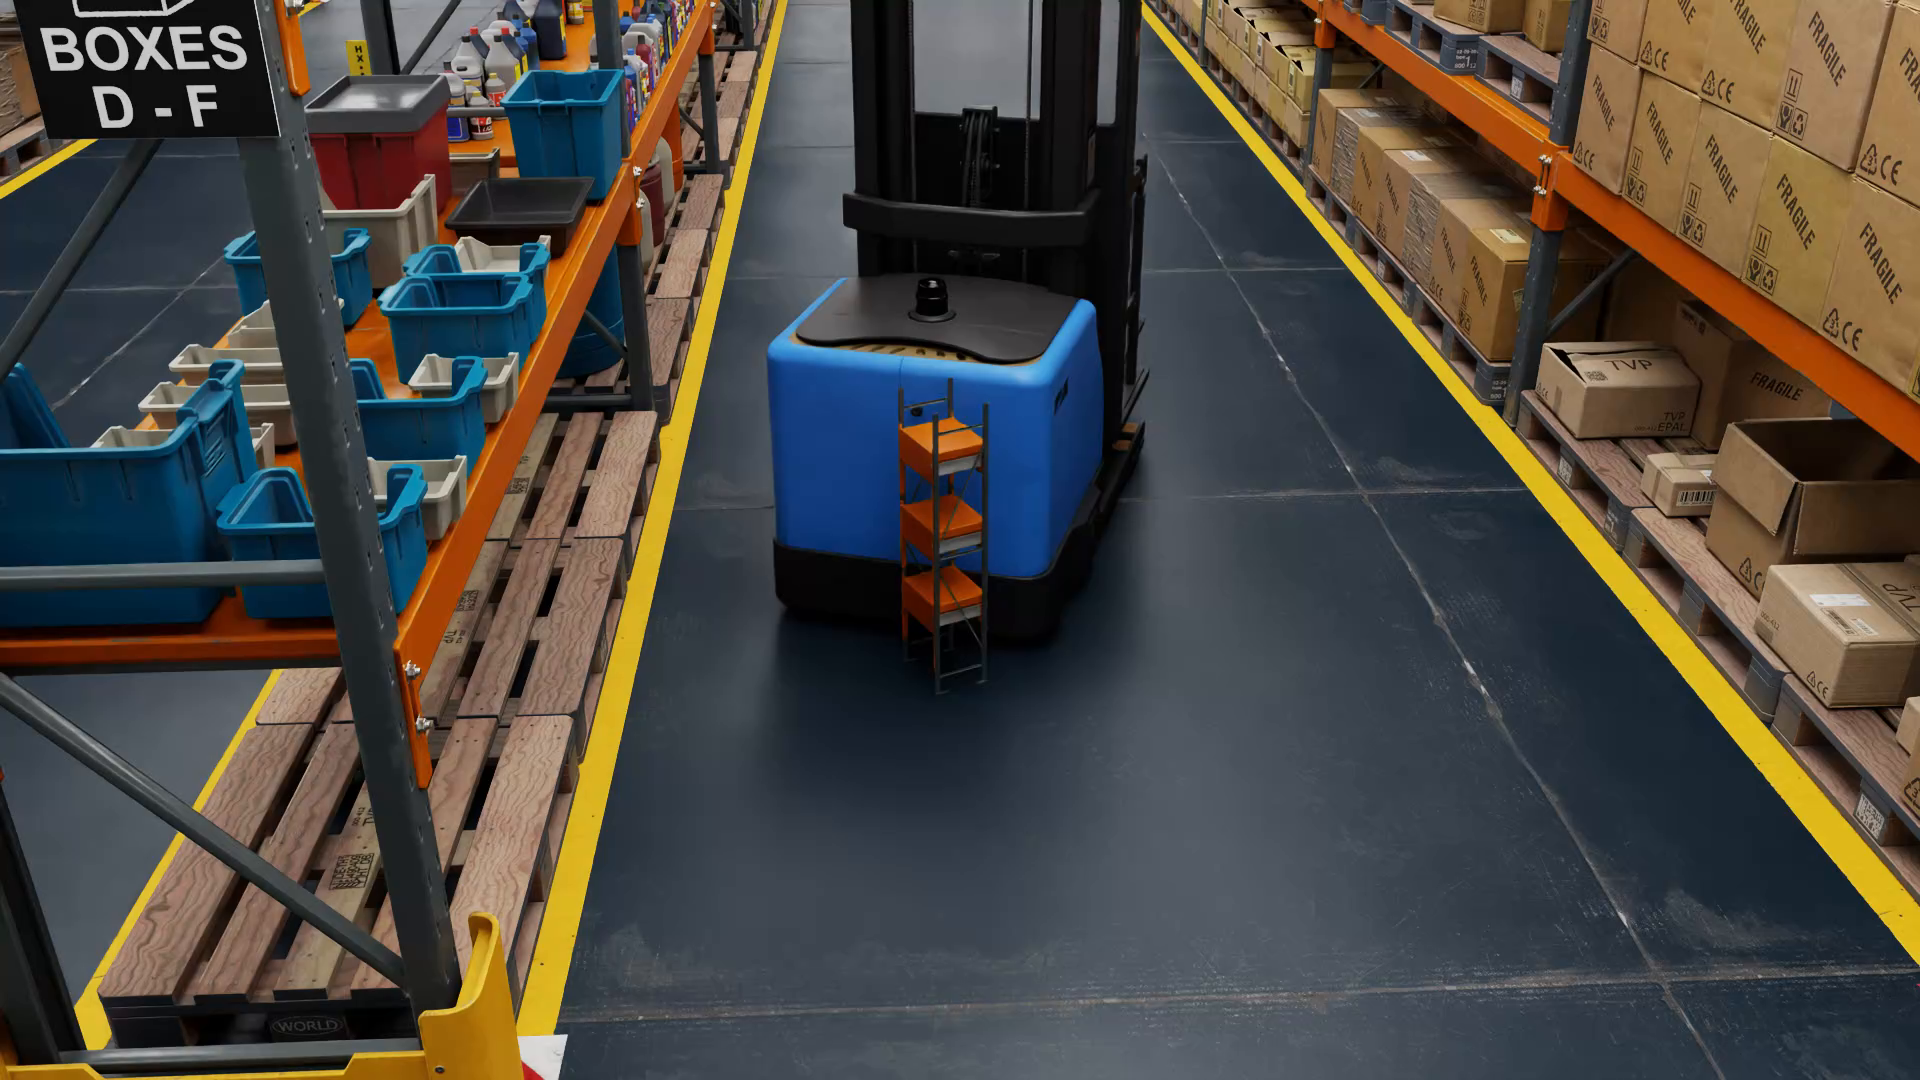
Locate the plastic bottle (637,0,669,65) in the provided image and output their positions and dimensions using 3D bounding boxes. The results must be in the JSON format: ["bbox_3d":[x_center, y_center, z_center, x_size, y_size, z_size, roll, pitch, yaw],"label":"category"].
[{"bbox_3d":[-1.607,-2.666,8.672,0.144,0.351,0.185,-1,28,-3],"label":"plastic bottle"}]

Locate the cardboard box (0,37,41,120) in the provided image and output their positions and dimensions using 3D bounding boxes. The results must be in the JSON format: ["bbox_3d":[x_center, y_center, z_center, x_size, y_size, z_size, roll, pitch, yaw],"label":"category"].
[{"bbox_3d":[-7.176,-3.408,12.267,0.700,0.500,0.500,1,28,2],"label":"cardboard box"}]

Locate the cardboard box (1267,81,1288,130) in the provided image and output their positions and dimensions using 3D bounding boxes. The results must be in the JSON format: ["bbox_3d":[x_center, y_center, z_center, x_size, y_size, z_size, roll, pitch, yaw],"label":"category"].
[{"bbox_3d":[2.549,-3.174,12.111,0.500,0.250,0.500,-2,28,-3],"label":"cardboard box"}]

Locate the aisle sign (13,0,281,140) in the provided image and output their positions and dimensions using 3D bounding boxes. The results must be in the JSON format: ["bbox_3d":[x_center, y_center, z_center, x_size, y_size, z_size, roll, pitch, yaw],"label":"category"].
[{"bbox_3d":[-1.379,-1.046,2.701,0.394,0.787,0.004,-1,28,-3],"label":"aisle sign"}]

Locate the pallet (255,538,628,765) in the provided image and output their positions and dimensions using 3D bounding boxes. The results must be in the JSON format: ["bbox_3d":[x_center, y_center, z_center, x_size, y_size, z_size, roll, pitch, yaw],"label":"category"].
[{"bbox_3d":[-1.744,0.373,5.806,1.003,0.211,1.213,-1,28,-3],"label":"pallet"}]

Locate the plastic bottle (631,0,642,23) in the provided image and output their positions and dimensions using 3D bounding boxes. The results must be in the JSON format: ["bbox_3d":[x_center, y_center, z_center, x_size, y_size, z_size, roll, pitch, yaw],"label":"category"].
[{"bbox_3d":[-1.724,-2.769,8.942,0.061,0.283,0.133,-1,28,-3],"label":"plastic bottle"}]

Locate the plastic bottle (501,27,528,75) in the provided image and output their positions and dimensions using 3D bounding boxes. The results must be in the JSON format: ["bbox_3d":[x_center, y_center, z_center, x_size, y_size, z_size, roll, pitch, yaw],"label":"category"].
[{"bbox_3d":[-2.128,-2.250,7.874,0.144,0.351,0.185,-1,28,-3],"label":"plastic bottle"}]

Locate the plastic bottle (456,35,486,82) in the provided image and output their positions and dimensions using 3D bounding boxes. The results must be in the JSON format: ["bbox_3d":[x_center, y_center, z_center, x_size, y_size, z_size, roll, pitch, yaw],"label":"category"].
[{"bbox_3d":[-2.263,-2.161,7.704,0.144,0.351,0.185,-1,28,-3],"label":"plastic bottle"}]

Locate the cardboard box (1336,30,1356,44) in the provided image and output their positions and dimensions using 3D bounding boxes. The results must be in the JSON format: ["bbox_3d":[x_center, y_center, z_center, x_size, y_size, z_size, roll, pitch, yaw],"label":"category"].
[{"bbox_3d":[3.056,-3.674,12.464,0.500,0.311,0.500,-2,28,-4],"label":"cardboard box"}]

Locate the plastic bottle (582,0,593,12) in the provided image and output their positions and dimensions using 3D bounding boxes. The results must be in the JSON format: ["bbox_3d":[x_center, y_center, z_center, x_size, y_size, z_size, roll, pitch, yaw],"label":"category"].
[{"bbox_3d":[-2.245,-3.355,10.073,0.152,0.276,0.135,-1,28,-3],"label":"plastic bottle"}]

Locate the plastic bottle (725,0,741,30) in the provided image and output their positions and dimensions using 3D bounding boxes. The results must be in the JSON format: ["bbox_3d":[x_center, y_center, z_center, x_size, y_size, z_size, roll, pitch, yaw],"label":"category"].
[{"bbox_3d":[-2.077,-4.861,15.215,0.144,0.351,0.185,-1,28,-3],"label":"plastic bottle"}]

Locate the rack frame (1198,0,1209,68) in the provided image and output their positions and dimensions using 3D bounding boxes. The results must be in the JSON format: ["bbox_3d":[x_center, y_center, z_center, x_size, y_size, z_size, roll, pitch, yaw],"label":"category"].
[{"bbox_3d":[2.641,-5.579,14.203,1.000,3.000,0.127,-1,28,-3],"label":"rack frame"}]

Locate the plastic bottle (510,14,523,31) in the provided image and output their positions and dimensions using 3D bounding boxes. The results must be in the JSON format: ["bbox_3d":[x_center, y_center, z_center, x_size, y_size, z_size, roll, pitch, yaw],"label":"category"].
[{"bbox_3d":[-2.275,-2.571,8.574,0.097,0.271,0.097,0,28,0],"label":"plastic bottle"}]

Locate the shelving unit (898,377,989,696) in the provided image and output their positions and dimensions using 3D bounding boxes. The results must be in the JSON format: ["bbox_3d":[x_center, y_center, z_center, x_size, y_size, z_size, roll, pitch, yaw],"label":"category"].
[{"bbox_3d":[-0.055,-0.001,5.617,0.215,1.050,0.252,-14,31,-25],"label":"shelving unit"}]

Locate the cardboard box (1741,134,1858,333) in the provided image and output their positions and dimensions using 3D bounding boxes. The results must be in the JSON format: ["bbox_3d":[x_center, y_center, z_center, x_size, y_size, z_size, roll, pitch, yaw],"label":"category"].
[{"bbox_3d":[2.895,-0.985,5.286,0.500,0.500,0.500,-2,28,-3],"label":"cardboard box"}]

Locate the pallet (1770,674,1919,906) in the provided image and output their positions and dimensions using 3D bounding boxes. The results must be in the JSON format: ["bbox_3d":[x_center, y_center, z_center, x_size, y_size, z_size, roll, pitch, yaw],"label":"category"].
[{"bbox_3d":[3.221,0.796,4.996,1.003,0.211,1.213,-1,28,-3],"label":"pallet"}]

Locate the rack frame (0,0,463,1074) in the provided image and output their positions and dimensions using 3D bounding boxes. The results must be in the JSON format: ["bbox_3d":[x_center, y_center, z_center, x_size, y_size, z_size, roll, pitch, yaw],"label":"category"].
[{"bbox_3d":[-1.682,0.081,3.352,0.949,2.616,0.053,-1,28,-3],"label":"rack frame"}]

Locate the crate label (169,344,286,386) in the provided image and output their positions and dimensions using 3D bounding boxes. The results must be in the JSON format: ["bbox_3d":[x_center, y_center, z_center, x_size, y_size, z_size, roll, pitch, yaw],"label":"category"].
[{"bbox_3d":[-1.942,-0.464,4.616,0.396,0.136,0.243,-1,28,-3],"label":"crate label"}]

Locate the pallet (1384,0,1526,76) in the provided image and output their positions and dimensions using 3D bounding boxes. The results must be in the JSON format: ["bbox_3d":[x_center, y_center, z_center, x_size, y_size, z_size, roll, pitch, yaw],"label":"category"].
[{"bbox_3d":[2.956,-2.749,8.984,1.003,0.211,1.213,-1,28,-3],"label":"pallet"}]

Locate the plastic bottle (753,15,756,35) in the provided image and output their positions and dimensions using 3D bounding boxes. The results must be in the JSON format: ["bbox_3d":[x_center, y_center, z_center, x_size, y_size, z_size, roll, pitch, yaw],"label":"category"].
[{"bbox_3d":[-1.895,-4.667,15.005,0.097,0.201,0.097,0,28,0],"label":"plastic bottle"}]

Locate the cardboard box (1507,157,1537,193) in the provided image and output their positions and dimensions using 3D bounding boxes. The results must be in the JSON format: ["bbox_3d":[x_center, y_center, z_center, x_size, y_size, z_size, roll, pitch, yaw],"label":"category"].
[{"bbox_3d":[3.225,-1.995,8.748,0.500,0.250,0.500,-1,28,-3],"label":"cardboard box"}]

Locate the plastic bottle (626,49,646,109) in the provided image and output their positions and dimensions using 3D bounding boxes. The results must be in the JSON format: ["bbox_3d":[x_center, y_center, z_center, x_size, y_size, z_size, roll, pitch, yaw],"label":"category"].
[{"bbox_3d":[-1.529,-2.156,7.779,0.097,0.271,0.097,0,28,0],"label":"plastic bottle"}]

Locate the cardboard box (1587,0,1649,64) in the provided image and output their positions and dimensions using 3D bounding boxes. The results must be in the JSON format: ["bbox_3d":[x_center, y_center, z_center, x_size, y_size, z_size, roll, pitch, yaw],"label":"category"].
[{"bbox_3d":[2.803,-2.148,6.435,0.500,0.500,0.500,-1,28,-1],"label":"cardboard box"}]

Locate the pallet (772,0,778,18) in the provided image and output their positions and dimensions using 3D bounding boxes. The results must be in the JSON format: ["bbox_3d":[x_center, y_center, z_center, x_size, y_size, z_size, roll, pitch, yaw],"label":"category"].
[{"bbox_3d":[-2.426,-5.663,17.379,1.003,0.211,1.213,-1,28,-3],"label":"pallet"}]

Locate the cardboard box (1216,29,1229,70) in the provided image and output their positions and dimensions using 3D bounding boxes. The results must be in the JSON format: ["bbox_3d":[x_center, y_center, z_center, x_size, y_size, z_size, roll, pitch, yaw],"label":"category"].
[{"bbox_3d":[2.440,-4.118,13.921,0.500,0.250,0.500,-1,28,-1],"label":"cardboard box"}]

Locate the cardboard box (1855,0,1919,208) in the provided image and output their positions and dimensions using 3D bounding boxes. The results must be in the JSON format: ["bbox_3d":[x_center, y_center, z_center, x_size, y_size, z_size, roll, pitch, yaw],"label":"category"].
[{"bbox_3d":[2.911,-1.197,4.611,0.500,0.500,0.500,-1,28,-1],"label":"cardboard box"}]

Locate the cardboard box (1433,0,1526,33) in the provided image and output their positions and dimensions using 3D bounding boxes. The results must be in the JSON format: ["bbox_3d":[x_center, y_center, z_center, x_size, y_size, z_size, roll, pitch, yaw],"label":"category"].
[{"bbox_3d":[2.905,-2.930,8.561,0.700,0.500,0.500,-8,29,-16],"label":"cardboard box"}]

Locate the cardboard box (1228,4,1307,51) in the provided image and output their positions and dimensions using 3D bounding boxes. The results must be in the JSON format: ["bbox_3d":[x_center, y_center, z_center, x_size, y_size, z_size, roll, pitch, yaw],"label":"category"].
[{"bbox_3d":[2.463,-4.128,13.333,0.500,0.311,0.500,-2,28,-4],"label":"cardboard box"}]

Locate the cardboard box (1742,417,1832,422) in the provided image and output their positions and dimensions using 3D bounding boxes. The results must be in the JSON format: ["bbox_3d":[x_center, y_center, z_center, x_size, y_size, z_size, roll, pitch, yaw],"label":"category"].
[{"bbox_3d":[3.451,-0.388,6.857,0.380,0.149,0.250,-1,28,-3],"label":"cardboard box"}]

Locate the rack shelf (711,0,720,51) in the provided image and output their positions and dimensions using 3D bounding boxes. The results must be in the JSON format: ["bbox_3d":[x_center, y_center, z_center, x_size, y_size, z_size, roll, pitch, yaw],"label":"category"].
[{"bbox_3d":[-2.201,-4.219,12.373,1.077,0.370,4.000,-1,28,-3],"label":"rack shelf"}]

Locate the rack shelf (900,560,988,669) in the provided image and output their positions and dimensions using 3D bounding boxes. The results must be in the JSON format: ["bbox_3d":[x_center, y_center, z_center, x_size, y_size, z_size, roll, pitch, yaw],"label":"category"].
[{"bbox_3d":[-0.055,0.254,5.751,0.215,0.259,0.240,-14,31,-25],"label":"rack shelf"}]

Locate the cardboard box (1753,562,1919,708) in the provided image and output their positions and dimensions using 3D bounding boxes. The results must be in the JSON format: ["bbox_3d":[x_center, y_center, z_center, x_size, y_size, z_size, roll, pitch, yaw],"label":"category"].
[{"bbox_3d":[2.974,0.302,5.425,0.500,0.250,0.500,-1,28,-3],"label":"cardboard box"}]

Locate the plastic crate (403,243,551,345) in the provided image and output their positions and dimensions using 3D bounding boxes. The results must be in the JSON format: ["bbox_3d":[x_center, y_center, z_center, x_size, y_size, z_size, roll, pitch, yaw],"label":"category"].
[{"bbox_3d":[-1.448,-0.740,5.042,0.416,0.233,0.300,-1,28,-3],"label":"plastic crate"}]

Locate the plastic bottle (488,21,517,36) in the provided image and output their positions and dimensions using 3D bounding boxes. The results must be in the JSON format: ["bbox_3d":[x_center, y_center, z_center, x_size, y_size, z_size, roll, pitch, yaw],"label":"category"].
[{"bbox_3d":[-2.296,-2.457,8.351,0.152,0.276,0.135,-1,28,-3],"label":"plastic bottle"}]

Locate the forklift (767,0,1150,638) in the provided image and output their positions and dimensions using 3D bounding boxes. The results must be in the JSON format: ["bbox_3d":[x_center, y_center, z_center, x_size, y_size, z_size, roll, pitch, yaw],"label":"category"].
[{"bbox_3d":[0.202,-1.614,6.675,1.130,2.935,3.031,7,28,14],"label":"forklift"}]

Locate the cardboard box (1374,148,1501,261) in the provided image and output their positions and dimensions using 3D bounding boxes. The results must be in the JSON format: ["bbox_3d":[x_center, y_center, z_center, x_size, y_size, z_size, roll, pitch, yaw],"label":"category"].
[{"bbox_3d":[2.675,-1.887,9.352,0.500,0.500,0.500,-2,28,-4],"label":"cardboard box"}]

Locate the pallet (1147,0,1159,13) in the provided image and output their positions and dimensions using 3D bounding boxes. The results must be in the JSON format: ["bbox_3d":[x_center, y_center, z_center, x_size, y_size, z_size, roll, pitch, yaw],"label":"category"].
[{"bbox_3d":[2.514,-5.838,17.715,1.003,0.211,1.213,-1,28,-3],"label":"pallet"}]

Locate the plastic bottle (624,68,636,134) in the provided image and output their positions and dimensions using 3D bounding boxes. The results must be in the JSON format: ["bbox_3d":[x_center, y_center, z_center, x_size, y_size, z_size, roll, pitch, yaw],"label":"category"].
[{"bbox_3d":[-1.488,-1.956,7.383,0.061,0.283,0.133,-1,28,-3],"label":"plastic bottle"}]

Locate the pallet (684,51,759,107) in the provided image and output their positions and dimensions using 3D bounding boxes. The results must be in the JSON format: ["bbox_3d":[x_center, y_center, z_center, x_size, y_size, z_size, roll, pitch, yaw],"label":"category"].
[{"bbox_3d":[-2.226,-3.863,13.929,1.003,0.211,1.213,-1,28,-3],"label":"pallet"}]

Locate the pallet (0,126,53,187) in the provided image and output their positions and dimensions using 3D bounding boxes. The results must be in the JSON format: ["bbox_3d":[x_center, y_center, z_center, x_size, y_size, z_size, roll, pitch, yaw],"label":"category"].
[{"bbox_3d":[-7.082,-2.619,11.543,1.003,0.211,1.213,-1,28,-3],"label":"pallet"}]

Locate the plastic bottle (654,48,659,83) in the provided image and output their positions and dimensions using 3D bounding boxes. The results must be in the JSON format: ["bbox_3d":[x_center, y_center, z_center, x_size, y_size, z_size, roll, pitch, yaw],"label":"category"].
[{"bbox_3d":[-1.559,-2.383,8.291,0.097,0.201,0.097,0,28,0],"label":"plastic bottle"}]

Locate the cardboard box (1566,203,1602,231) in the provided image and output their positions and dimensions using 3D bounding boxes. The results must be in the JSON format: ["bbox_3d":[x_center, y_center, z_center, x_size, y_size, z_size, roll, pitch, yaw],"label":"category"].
[{"bbox_3d":[3.238,-1.447,8.507,0.500,0.500,0.500,-1,28,-2],"label":"cardboard box"}]

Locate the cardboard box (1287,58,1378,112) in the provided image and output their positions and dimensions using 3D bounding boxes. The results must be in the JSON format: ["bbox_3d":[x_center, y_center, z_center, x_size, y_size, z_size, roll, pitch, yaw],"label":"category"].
[{"bbox_3d":[2.577,-3.184,11.523,0.500,0.311,0.500,-1,28,-1],"label":"cardboard box"}]

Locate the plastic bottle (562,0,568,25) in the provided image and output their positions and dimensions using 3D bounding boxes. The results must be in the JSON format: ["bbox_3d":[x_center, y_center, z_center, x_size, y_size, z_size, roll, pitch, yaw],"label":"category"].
[{"bbox_3d":[-2.373,-3.138,9.656,0.152,0.276,0.135,-1,28,-3],"label":"plastic bottle"}]

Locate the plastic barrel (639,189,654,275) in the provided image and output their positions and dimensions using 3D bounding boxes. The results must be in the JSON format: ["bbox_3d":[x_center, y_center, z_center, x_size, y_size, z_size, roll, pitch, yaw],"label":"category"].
[{"bbox_3d":[-1.876,-1.691,8.986,0.421,0.512,0.421,0,28,0],"label":"plastic barrel"}]

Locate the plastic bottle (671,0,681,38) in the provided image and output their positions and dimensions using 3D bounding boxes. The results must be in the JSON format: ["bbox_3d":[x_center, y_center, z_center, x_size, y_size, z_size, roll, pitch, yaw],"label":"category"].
[{"bbox_3d":[-1.619,-2.919,9.319,0.097,0.201,0.097,0,28,0],"label":"plastic bottle"}]

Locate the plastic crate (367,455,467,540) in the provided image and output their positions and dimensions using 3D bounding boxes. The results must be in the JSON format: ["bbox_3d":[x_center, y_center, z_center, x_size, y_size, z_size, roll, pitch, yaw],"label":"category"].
[{"bbox_3d":[-1.297,-0.101,3.921,0.250,0.136,0.298,-1,28,-3],"label":"plastic crate"}]

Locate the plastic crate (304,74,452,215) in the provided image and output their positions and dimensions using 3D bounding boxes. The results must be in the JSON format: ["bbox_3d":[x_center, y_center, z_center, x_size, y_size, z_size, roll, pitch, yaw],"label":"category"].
[{"bbox_3d":[-2.092,-1.403,6.063,0.402,0.464,0.583,-1,28,-3],"label":"plastic crate"}]

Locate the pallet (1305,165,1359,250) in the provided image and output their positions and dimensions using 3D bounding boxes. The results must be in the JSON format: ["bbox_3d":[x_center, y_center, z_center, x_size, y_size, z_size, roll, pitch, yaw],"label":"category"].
[{"bbox_3d":[2.851,-2.150,10.644,1.003,0.211,1.213,-1,28,-3],"label":"pallet"}]

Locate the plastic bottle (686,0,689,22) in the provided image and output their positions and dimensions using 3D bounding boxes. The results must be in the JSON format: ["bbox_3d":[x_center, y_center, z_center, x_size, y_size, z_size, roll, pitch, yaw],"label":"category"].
[{"bbox_3d":[-1.645,-3.144,9.750,0.097,0.201,0.097,0,28,0],"label":"plastic bottle"}]

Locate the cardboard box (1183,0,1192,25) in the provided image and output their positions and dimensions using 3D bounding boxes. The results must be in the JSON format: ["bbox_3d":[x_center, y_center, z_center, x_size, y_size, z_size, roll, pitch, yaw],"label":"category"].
[{"bbox_3d":[2.382,-4.986,15.586,0.500,0.250,0.500,-1,28,-3],"label":"cardboard box"}]

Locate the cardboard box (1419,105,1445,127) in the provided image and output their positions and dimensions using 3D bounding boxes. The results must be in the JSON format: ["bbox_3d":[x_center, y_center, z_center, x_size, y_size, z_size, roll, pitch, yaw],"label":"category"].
[{"bbox_3d":[3.133,-2.392,10.321,0.500,0.500,0.500,0,28,-1],"label":"cardboard box"}]

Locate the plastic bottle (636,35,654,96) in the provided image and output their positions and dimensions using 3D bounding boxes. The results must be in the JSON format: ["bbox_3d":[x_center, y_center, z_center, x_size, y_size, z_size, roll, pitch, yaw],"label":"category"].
[{"bbox_3d":[-1.527,-2.305,8.052,0.061,0.283,0.133,-1,28,-3],"label":"plastic bottle"}]

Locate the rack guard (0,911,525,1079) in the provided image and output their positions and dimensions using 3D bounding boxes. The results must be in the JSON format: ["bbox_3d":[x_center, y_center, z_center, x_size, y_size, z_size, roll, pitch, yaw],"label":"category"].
[{"bbox_3d":[-1.665,1.200,3.909,1.175,0.500,0.348,-1,28,-3],"label":"rack guard"}]

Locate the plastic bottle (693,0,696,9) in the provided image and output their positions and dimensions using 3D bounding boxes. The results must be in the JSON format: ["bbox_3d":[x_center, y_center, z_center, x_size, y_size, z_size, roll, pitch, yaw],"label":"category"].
[{"bbox_3d":[-1.650,-3.386,10.124,0.061,0.283,0.133,-1,28,-3],"label":"plastic bottle"}]

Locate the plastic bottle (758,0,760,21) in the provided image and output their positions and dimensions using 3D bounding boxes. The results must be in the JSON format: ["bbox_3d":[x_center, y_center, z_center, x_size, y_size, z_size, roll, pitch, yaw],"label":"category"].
[{"bbox_3d":[-1.910,-4.999,15.553,0.061,0.283,0.133,0,28,0],"label":"plastic bottle"}]
